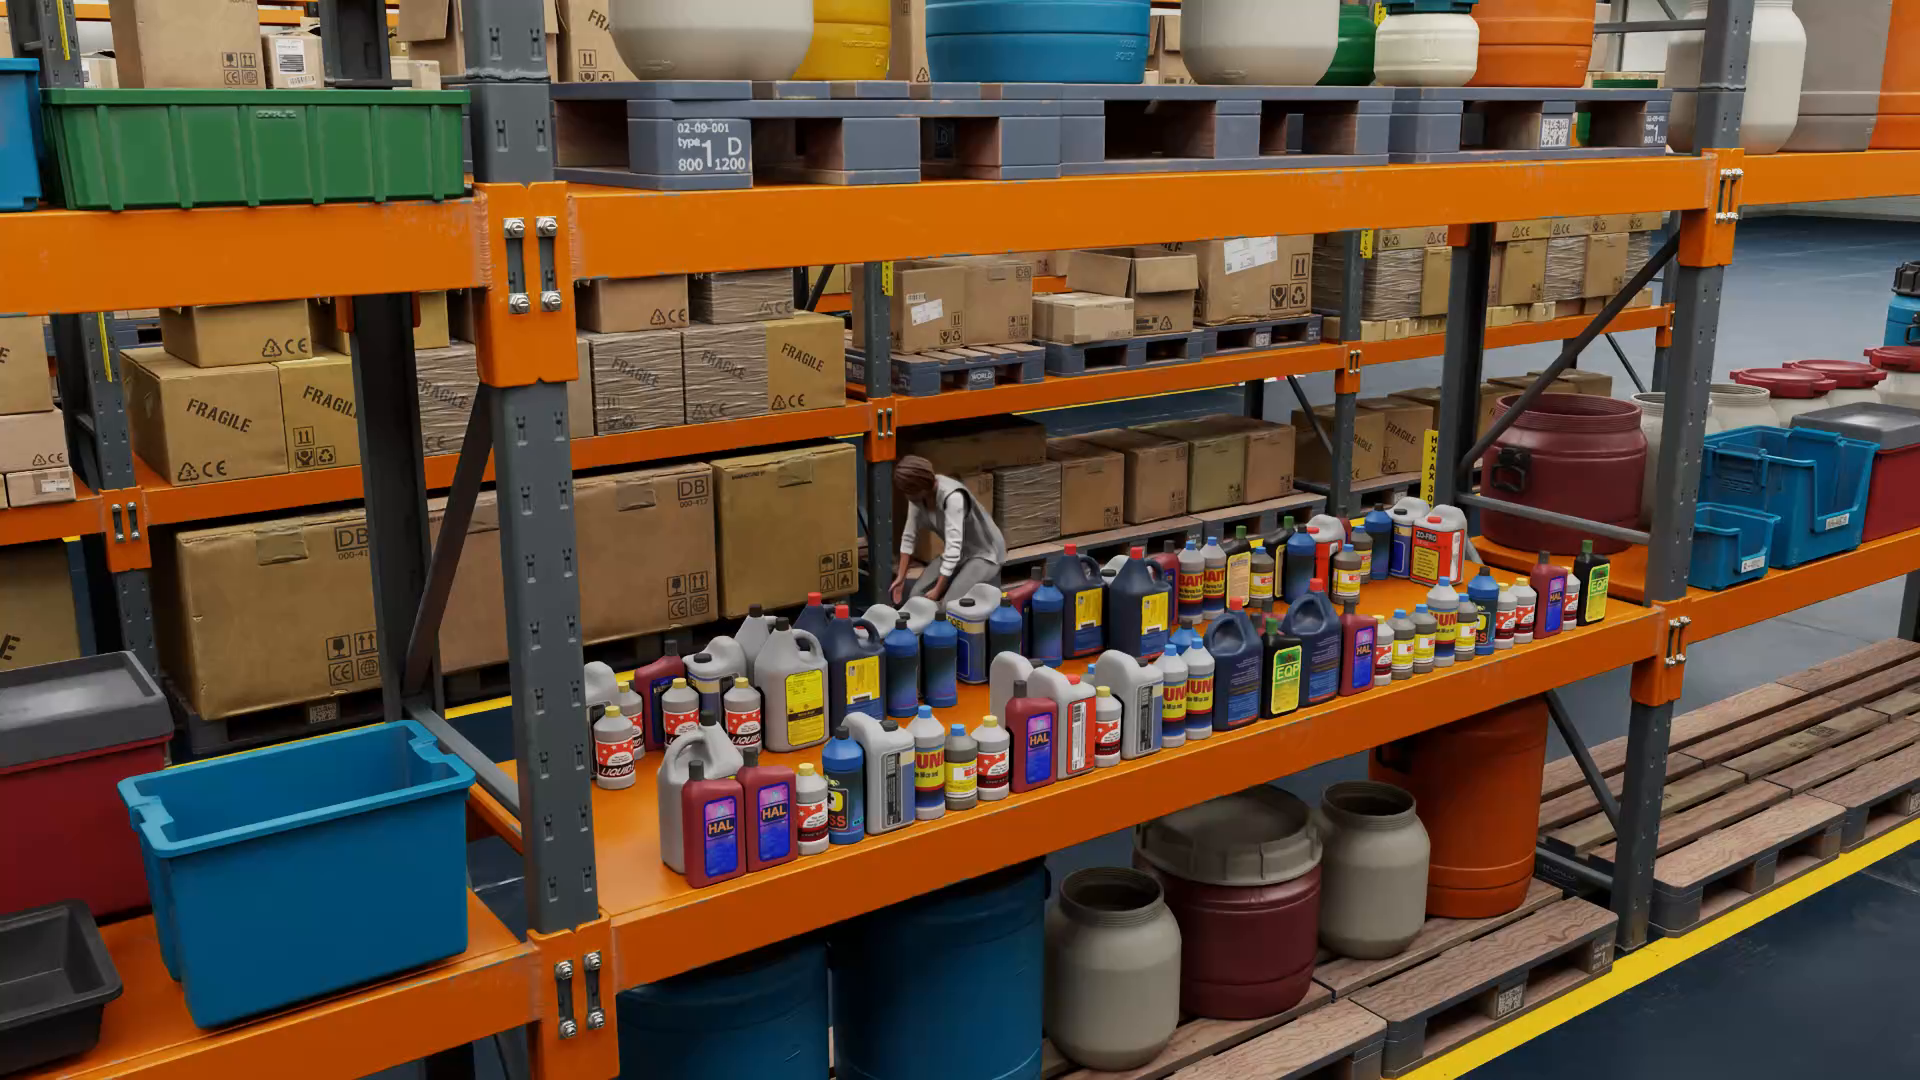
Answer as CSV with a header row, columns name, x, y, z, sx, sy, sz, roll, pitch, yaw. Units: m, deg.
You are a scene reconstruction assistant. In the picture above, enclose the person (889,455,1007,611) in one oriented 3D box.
name,x,y,z,sx,sy,sz,roll,pitch,yaw
person,-0.053,0.147,8.712,0.688,1.228,0.462,-10,18,-34
